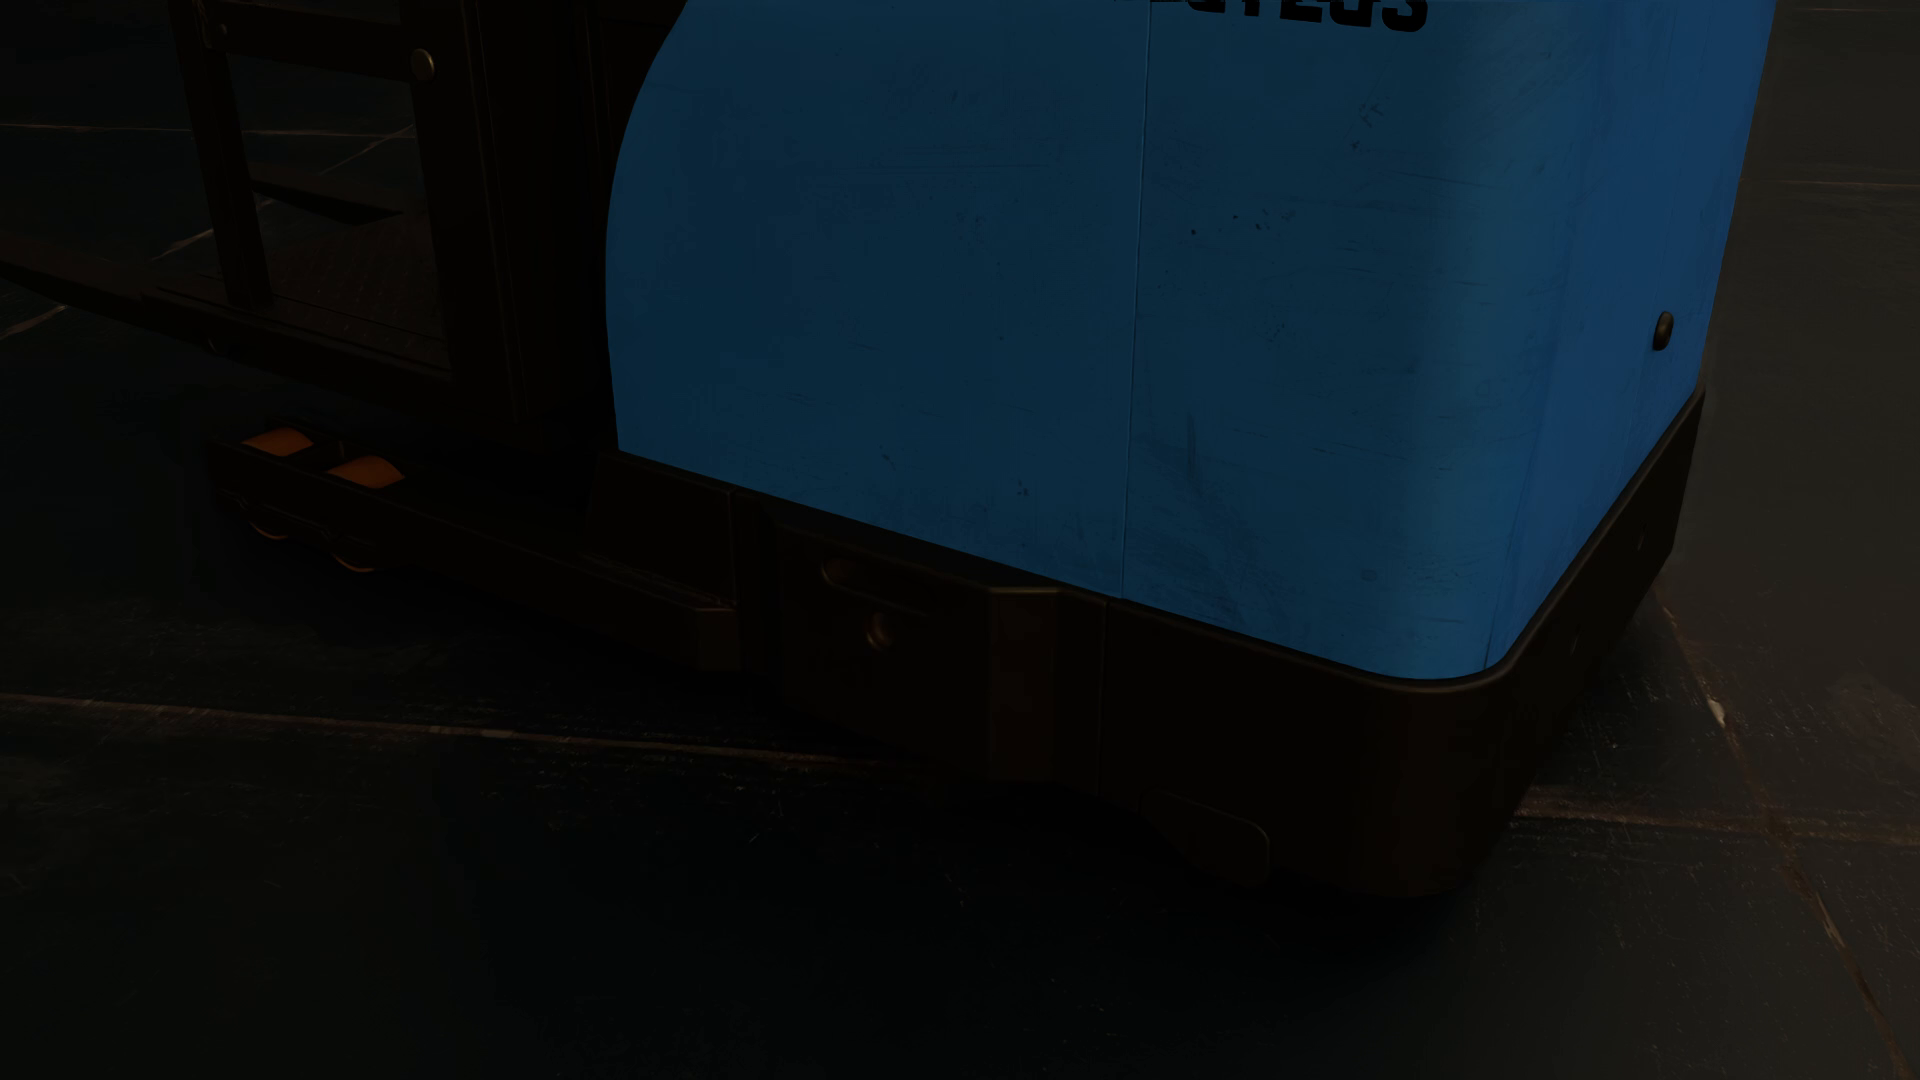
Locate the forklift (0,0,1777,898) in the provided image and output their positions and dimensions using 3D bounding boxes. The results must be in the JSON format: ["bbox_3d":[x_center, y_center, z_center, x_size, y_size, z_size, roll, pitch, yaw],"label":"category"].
[{"bbox_3d":[-0.514,-1.443,2.110,3.031,2.935,1.130,16,31,29],"label":"forklift"}]
